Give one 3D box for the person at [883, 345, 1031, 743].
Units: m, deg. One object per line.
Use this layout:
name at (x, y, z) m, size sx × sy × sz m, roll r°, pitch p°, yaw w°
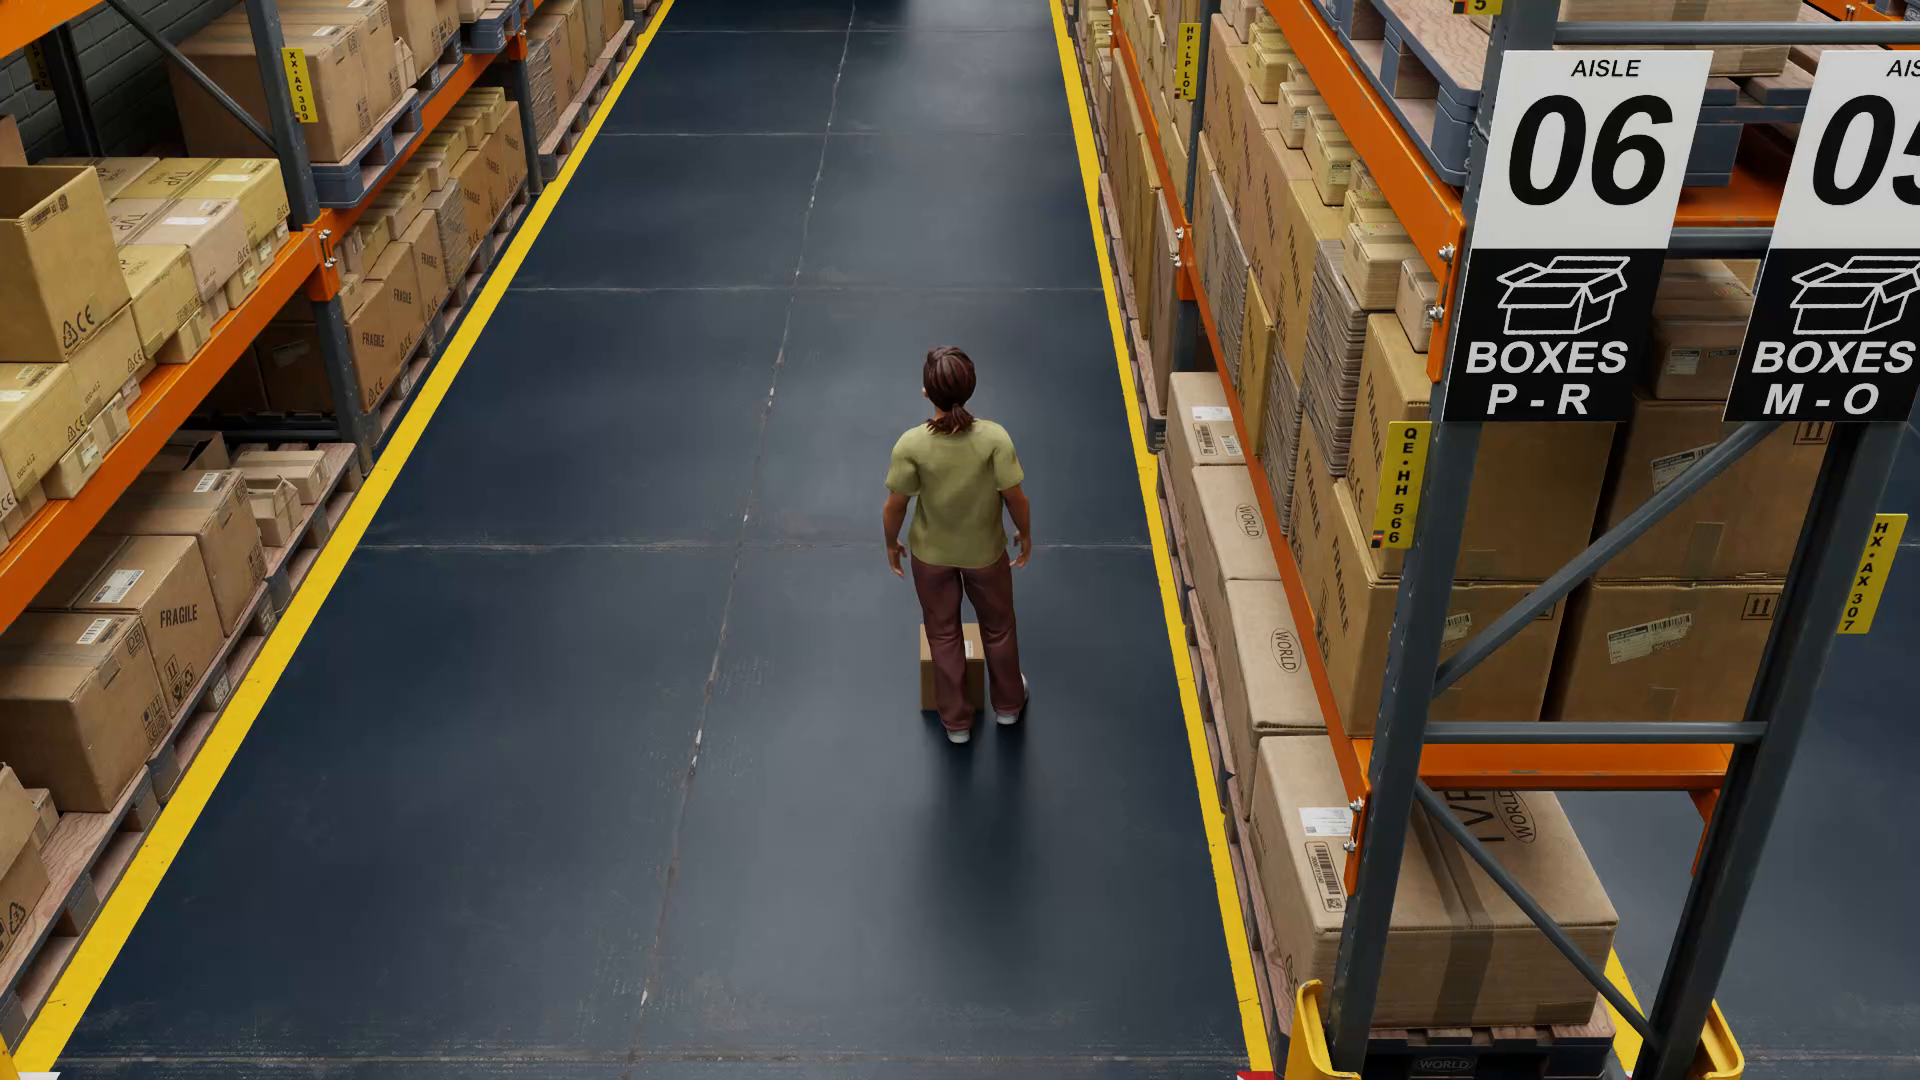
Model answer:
person at (0.001, 0.008, 6.105) m, size 0.553 × 1.673 × 0.547 m, roll 0°, pitch 32°, yaw 0°
